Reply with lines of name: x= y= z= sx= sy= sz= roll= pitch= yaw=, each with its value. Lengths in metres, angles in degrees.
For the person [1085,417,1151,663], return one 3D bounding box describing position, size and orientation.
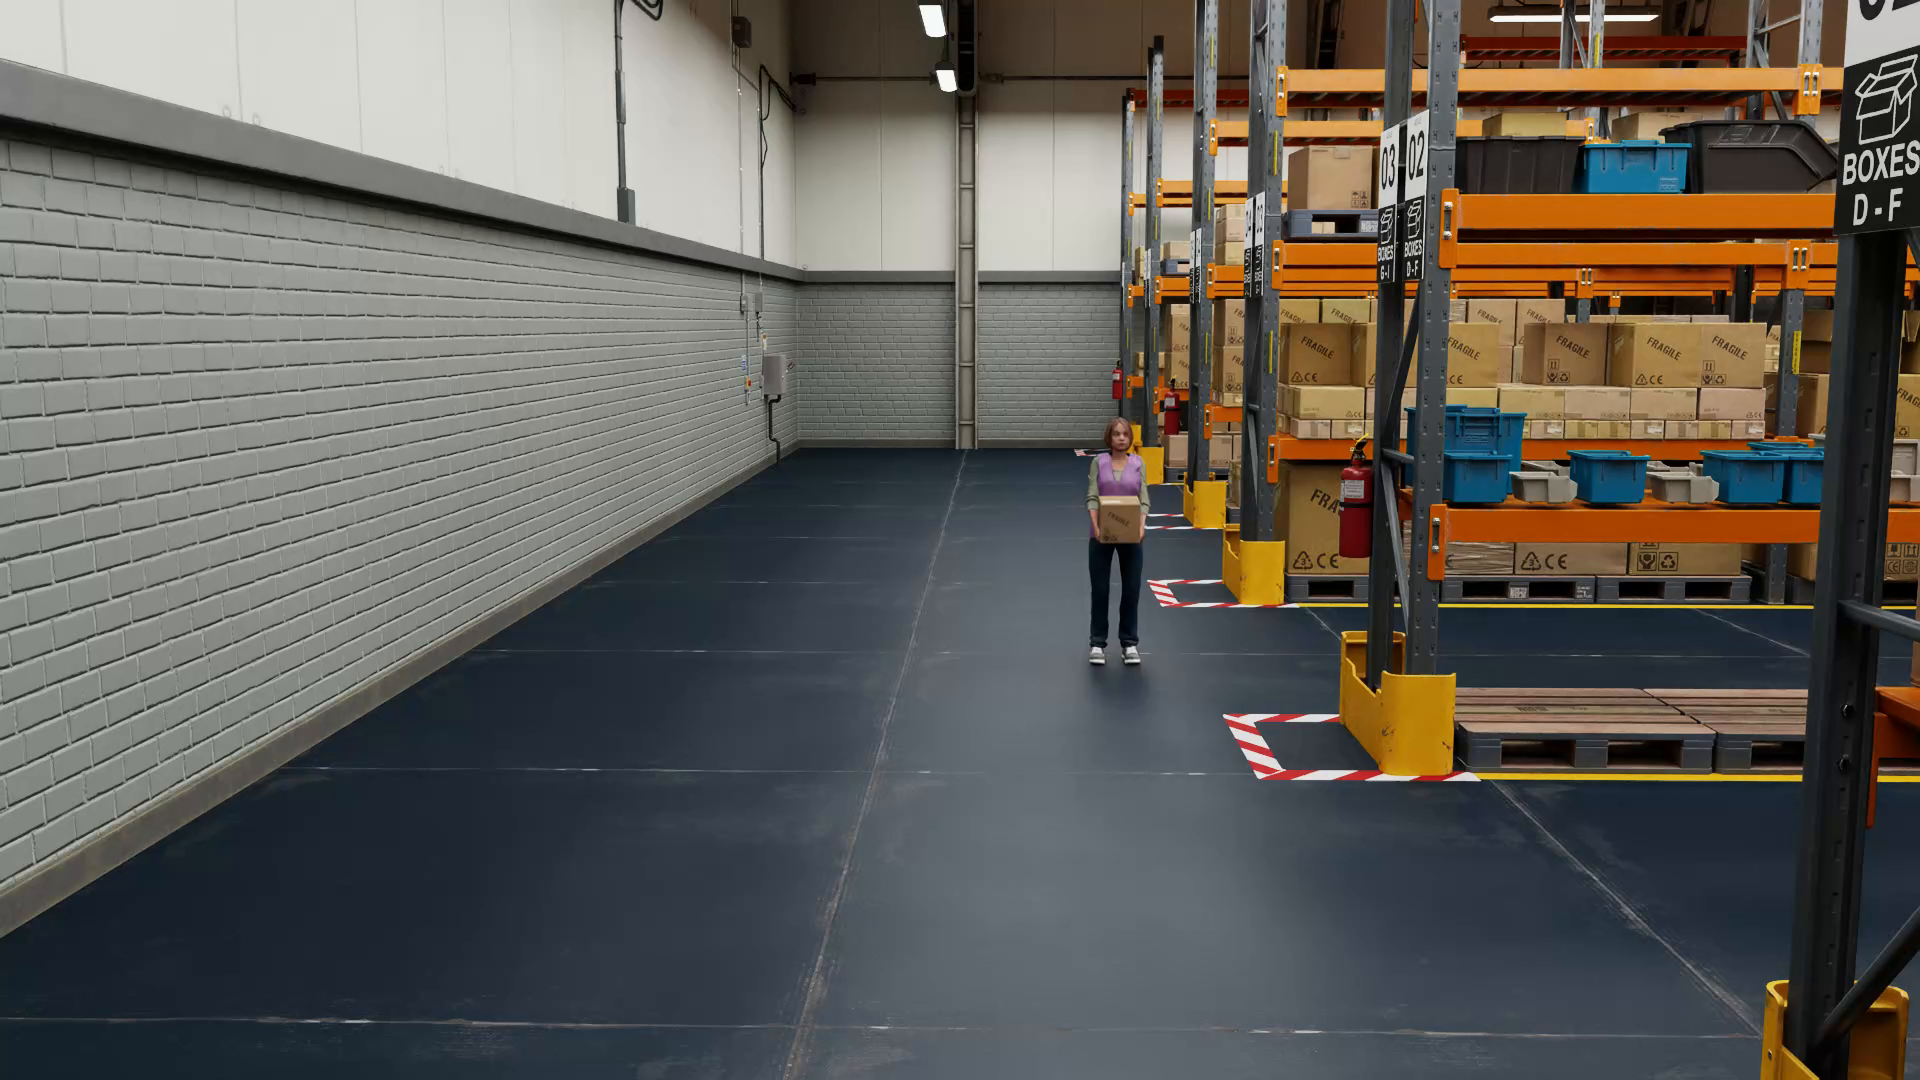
person: x=1.017 y=0.016 z=10.726 sx=0.419 sy=1.586 sz=0.492 roll=0 pitch=7 yaw=1
